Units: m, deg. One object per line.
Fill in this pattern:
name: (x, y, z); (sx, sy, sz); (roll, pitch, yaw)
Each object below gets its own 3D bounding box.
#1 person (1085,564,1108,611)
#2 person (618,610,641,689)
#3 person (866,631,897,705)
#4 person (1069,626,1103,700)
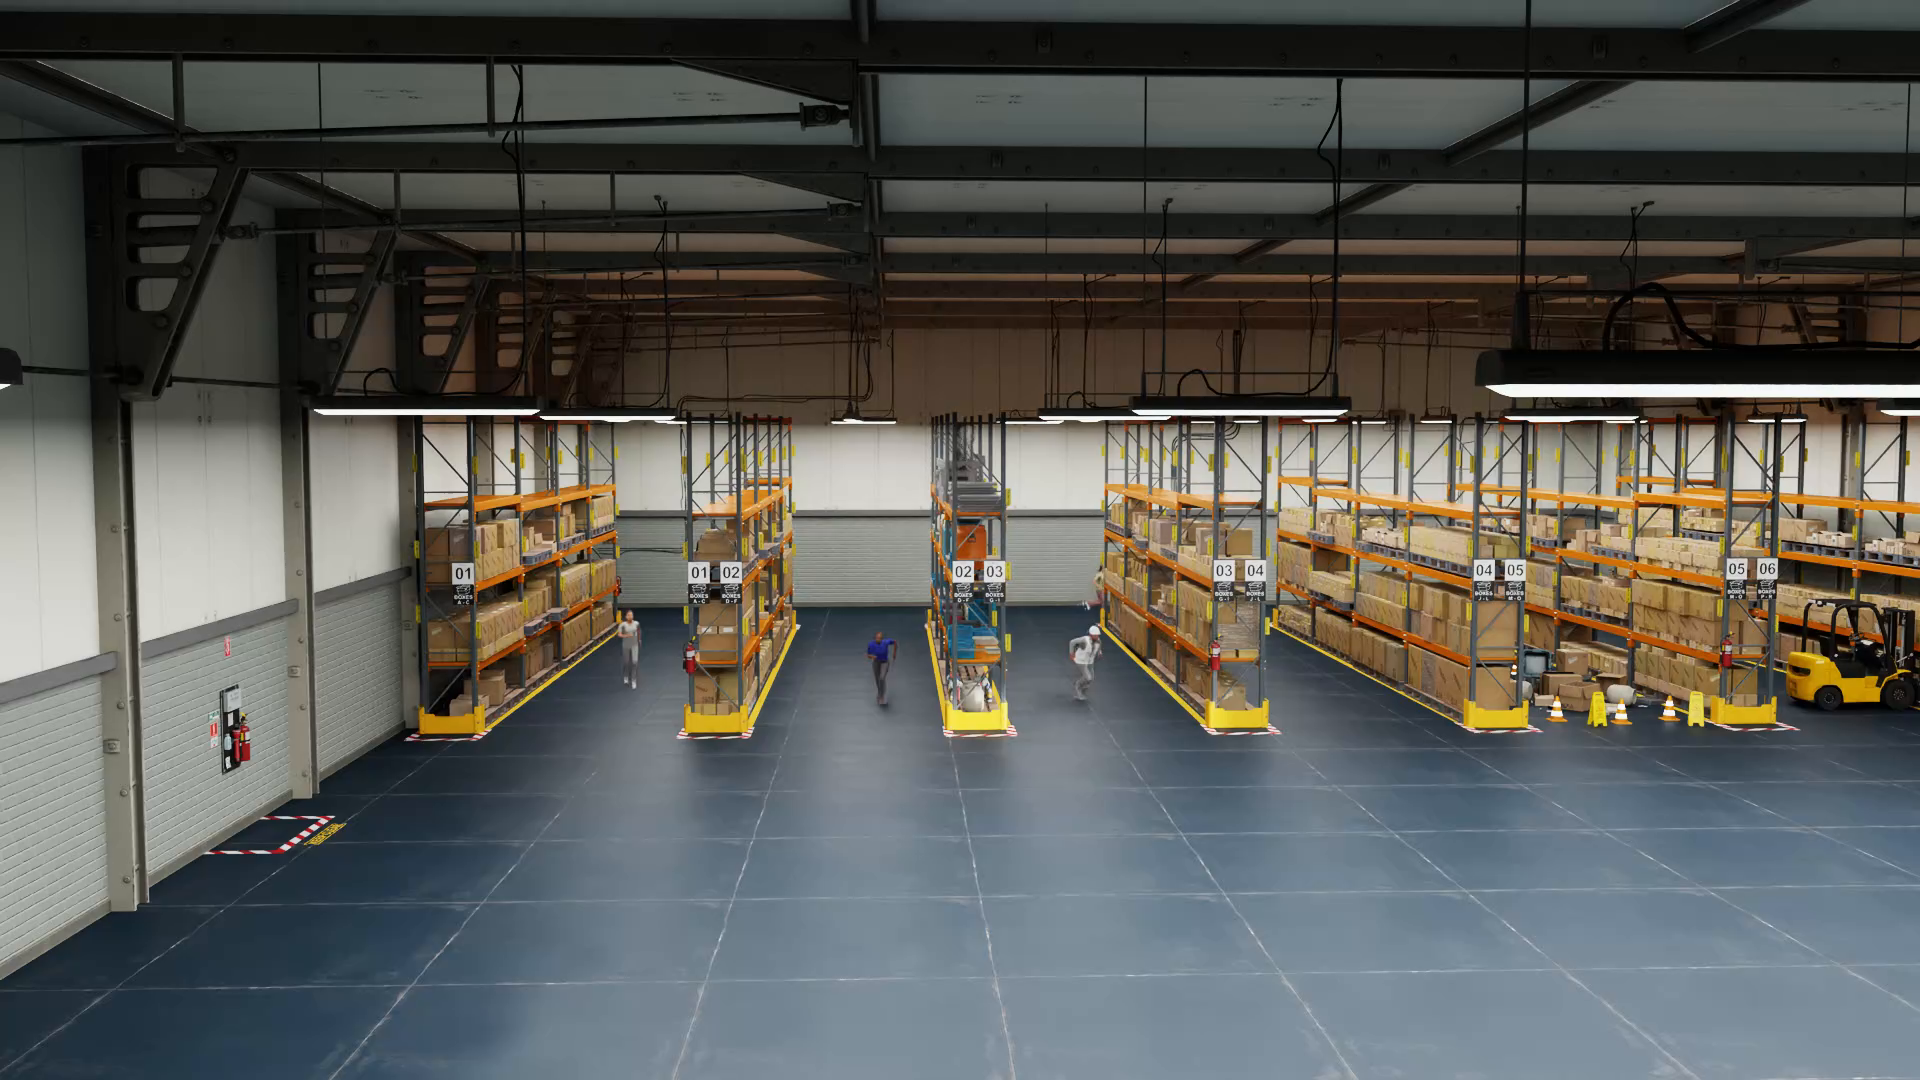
person: (4.148, 1.540, 49.885); (0.874, 1.654, 0.588); (2, 4, 29)
person: (-7.267, 2.377, 36.583); (0.543, 1.697, 0.909); (-1, 4, -19)
person: (-1.616, 2.635, 34.430); (0.615, 1.590, 0.959); (0, 4, 3)
person: (2.615, 2.567, 34.618); (0.685, 1.599, 0.867); (-2, 5, -32)
